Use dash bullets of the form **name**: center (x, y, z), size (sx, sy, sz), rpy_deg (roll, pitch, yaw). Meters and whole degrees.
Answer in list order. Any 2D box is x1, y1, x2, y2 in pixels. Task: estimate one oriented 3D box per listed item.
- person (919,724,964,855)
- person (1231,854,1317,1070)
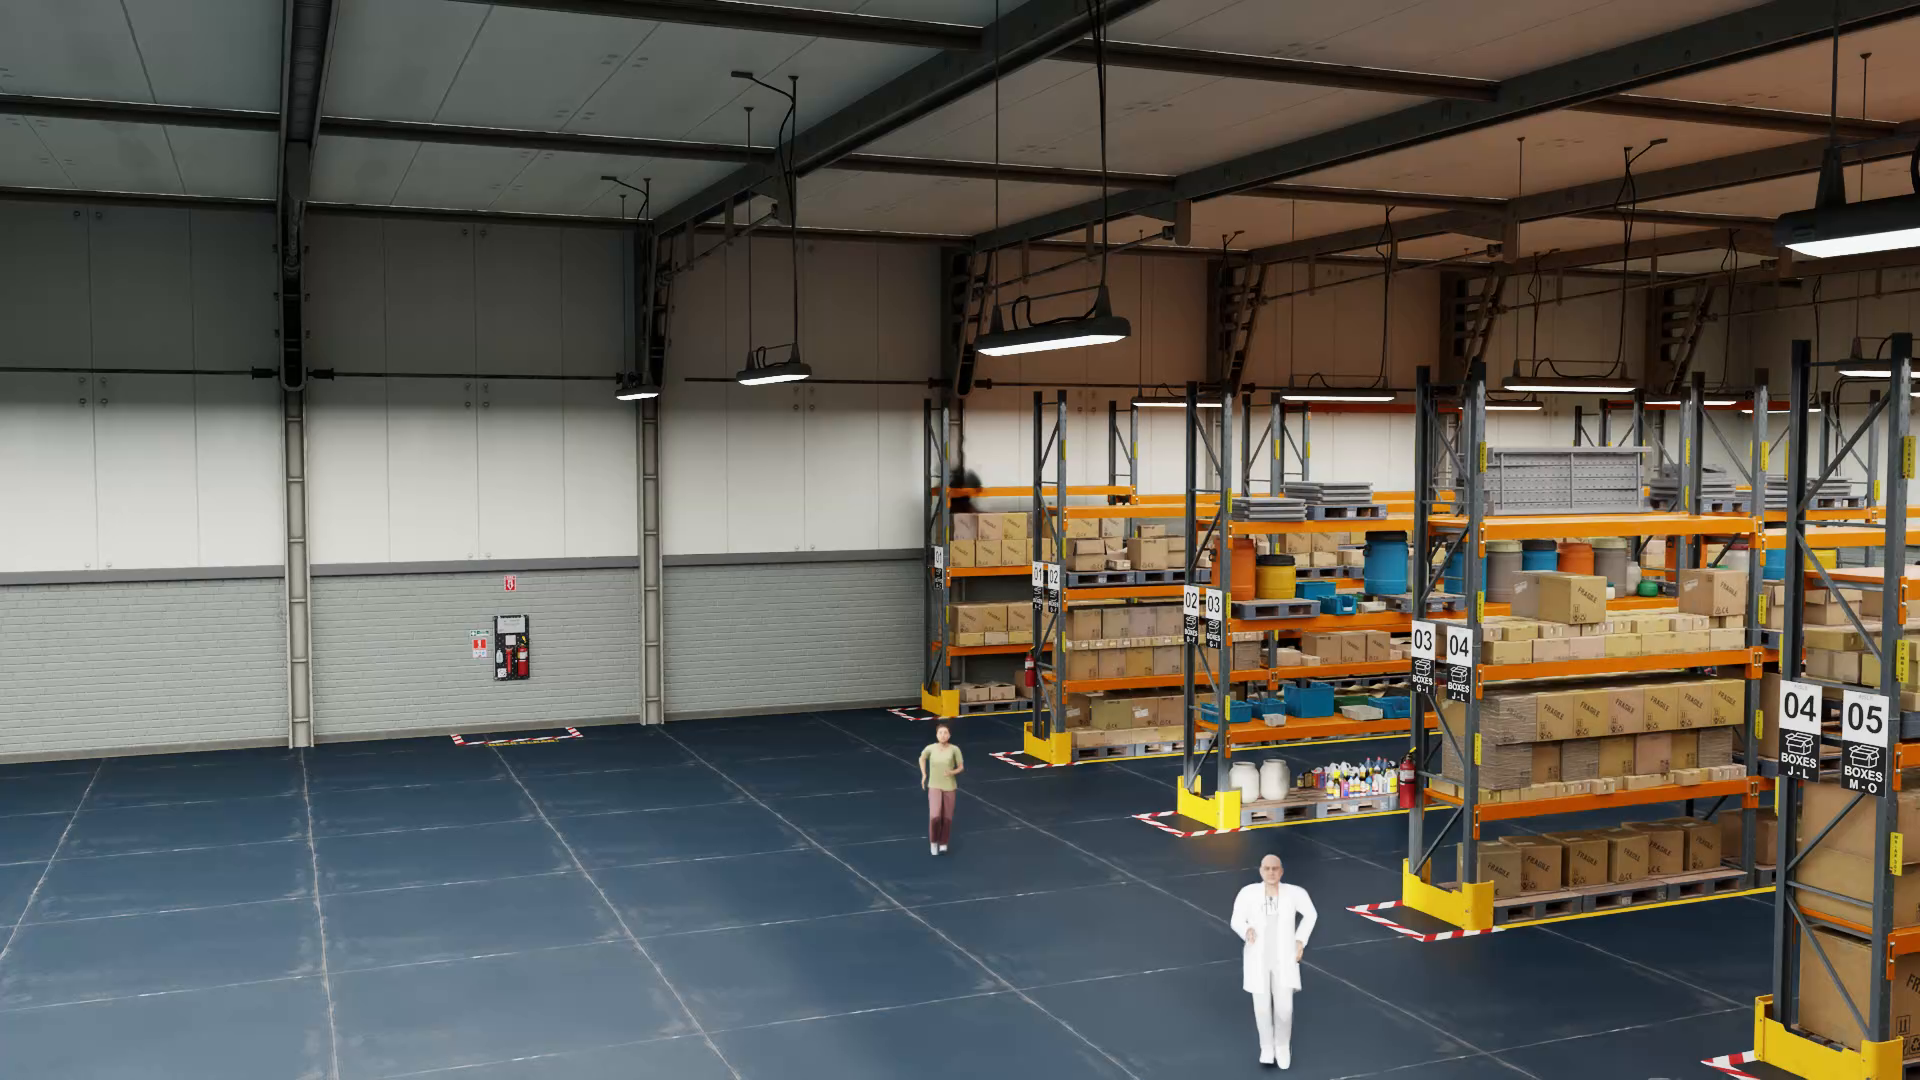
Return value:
- **person**: center (-0.224, 3.105, 20.692), size (0.550, 1.641, 0.630), rpy_deg (0, 3, -3)
- **person**: center (2.561, 3.482, 13.652), size (0.693, 1.768, 0.682), rpy_deg (1, 3, 15)
